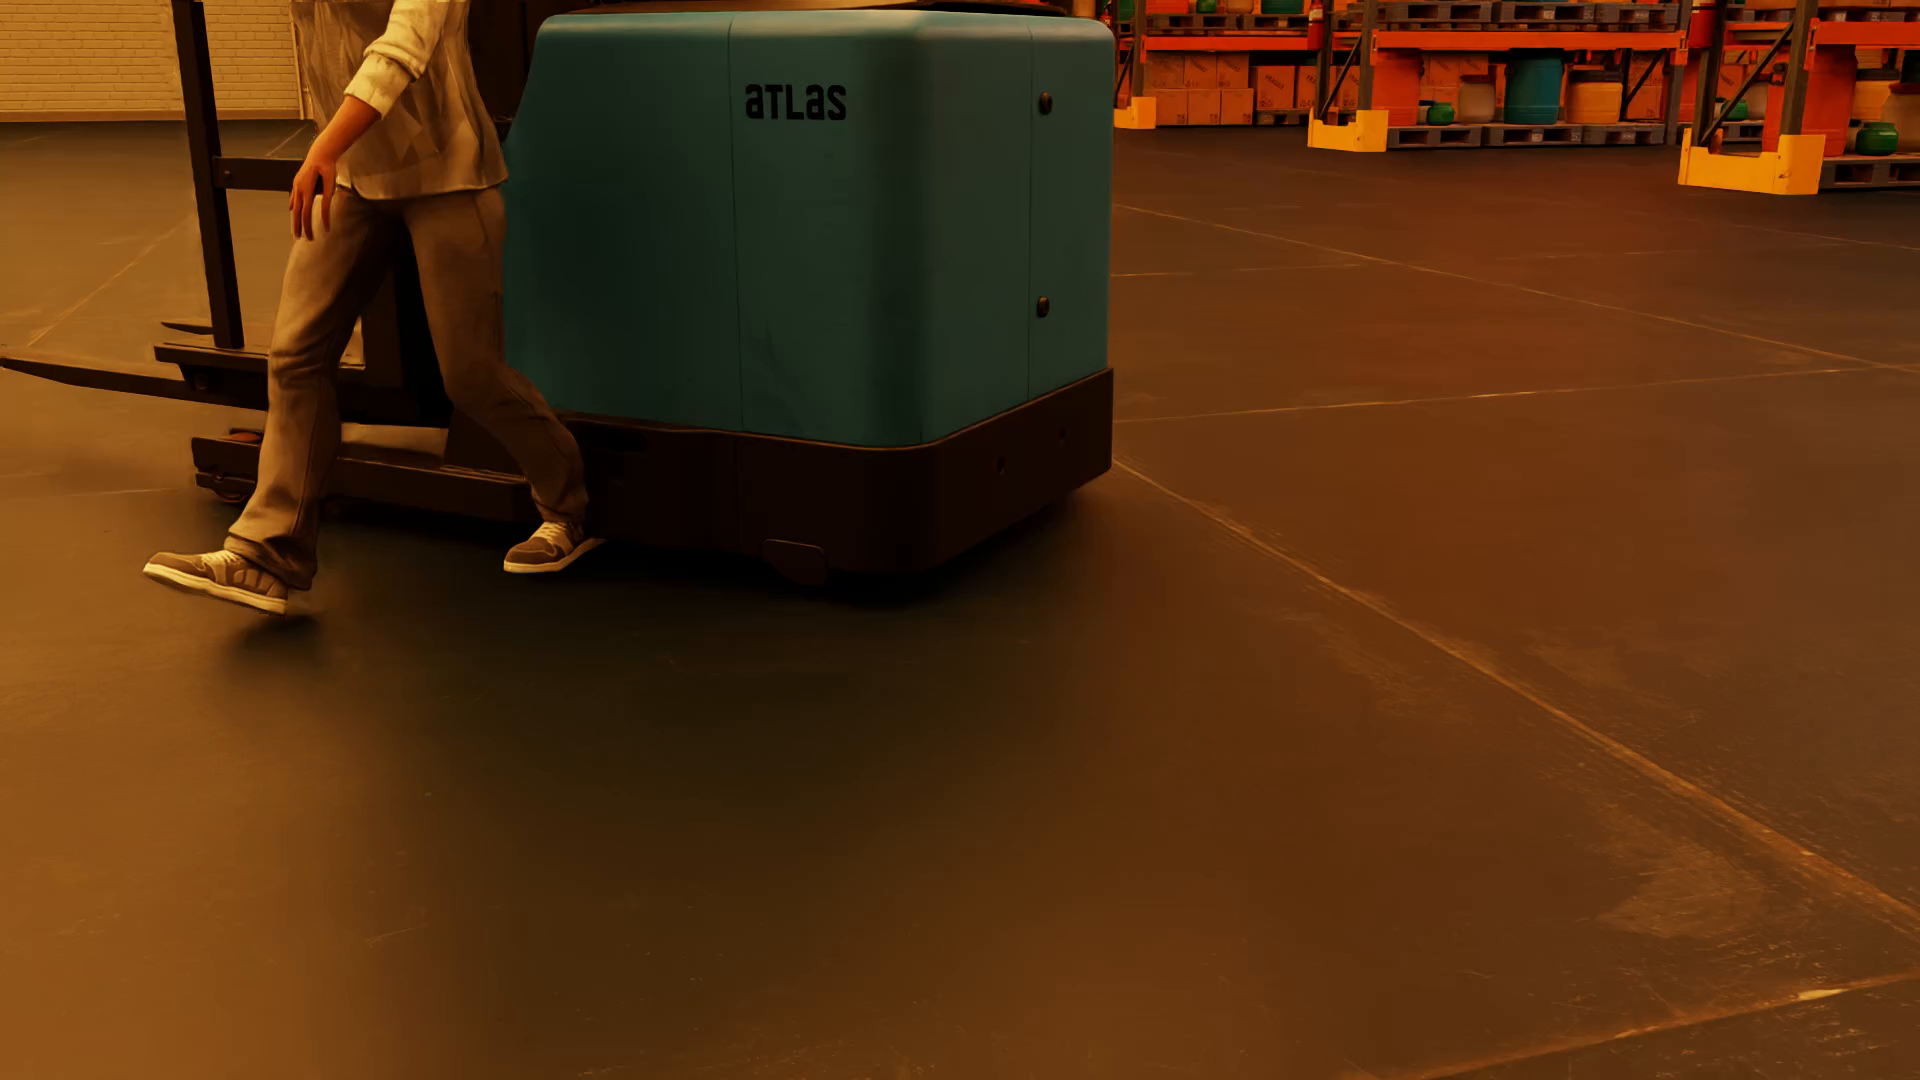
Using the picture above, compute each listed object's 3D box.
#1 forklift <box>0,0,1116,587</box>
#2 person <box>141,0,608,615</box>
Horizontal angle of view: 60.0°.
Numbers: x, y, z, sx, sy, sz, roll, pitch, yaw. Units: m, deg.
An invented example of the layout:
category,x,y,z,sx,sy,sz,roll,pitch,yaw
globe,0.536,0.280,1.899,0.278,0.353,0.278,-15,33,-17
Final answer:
category,x,y,z,sx,sy,sz,roll,pitch,yaw
forklift,-1.195,-1.587,3.772,3.031,2.935,1.130,8,18,26
person,-1.084,-0.630,2.984,0.548,1.524,0.868,11,20,33
